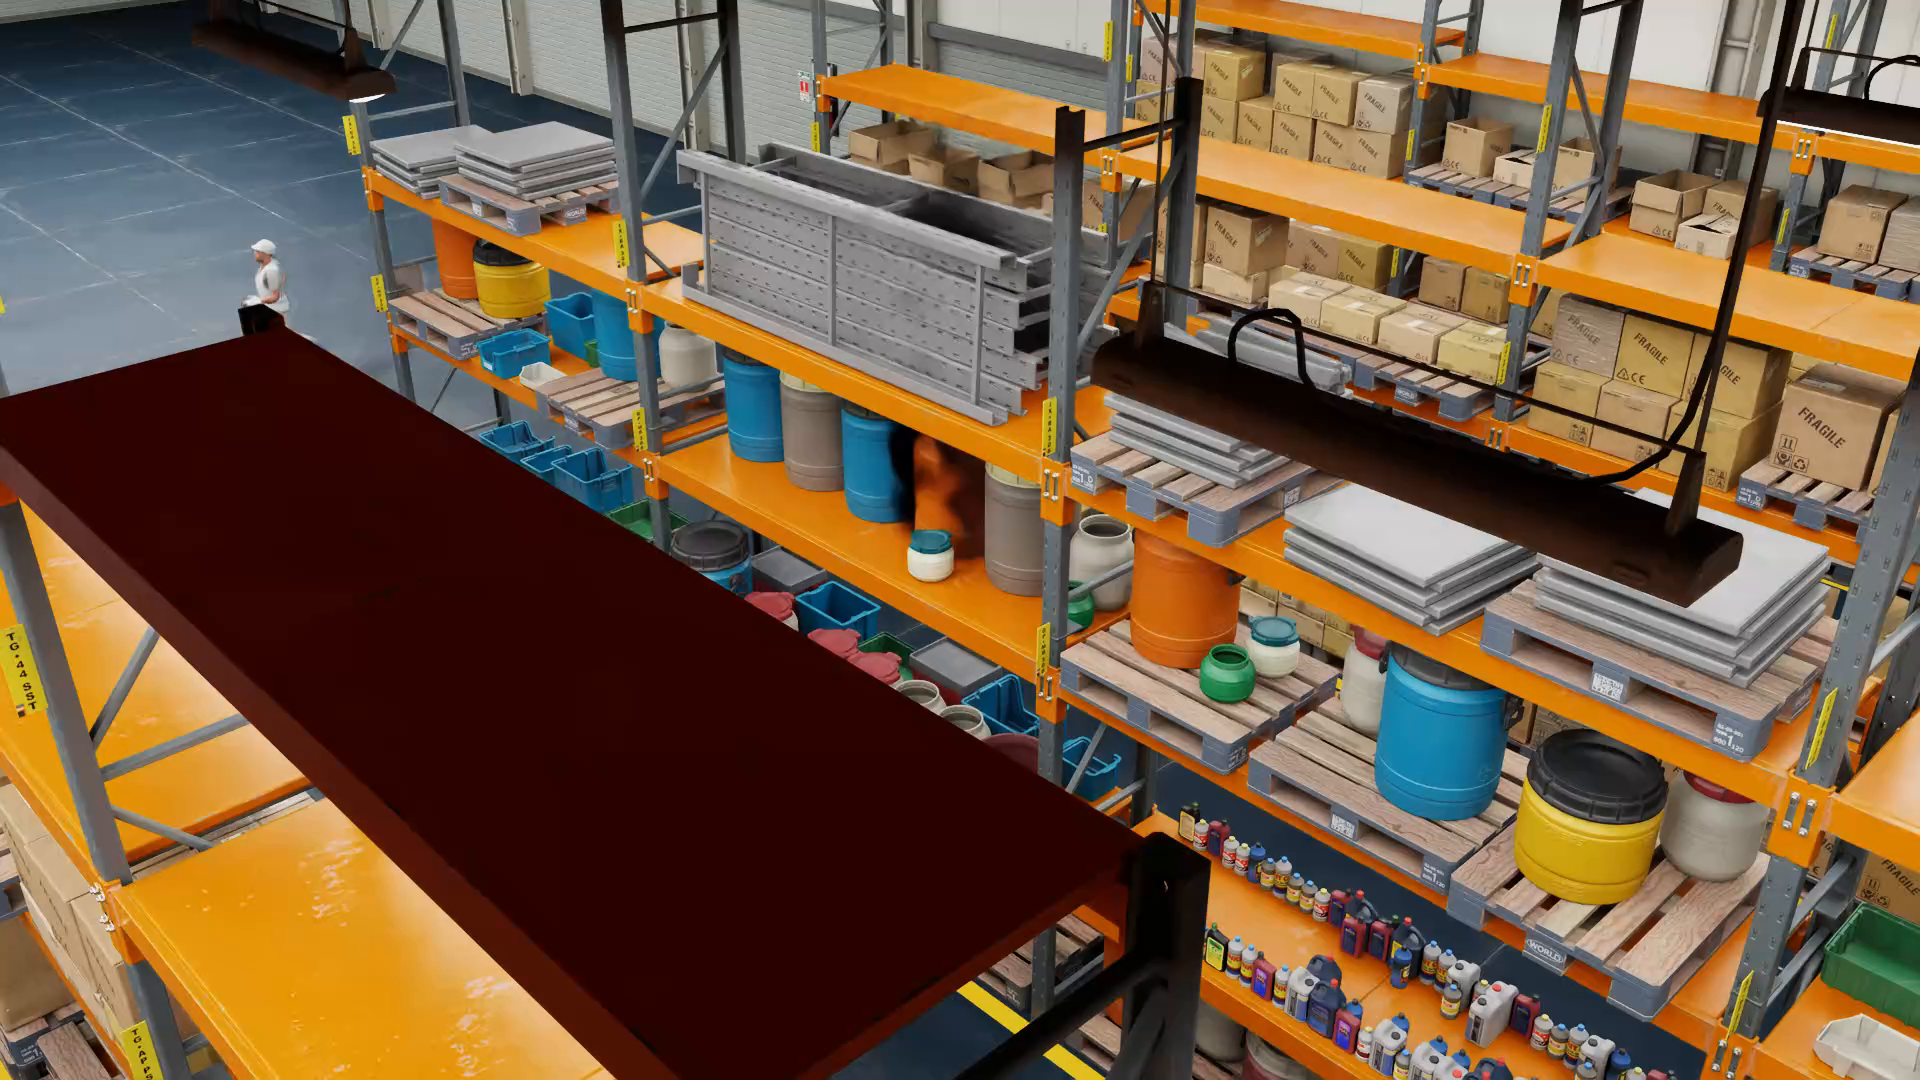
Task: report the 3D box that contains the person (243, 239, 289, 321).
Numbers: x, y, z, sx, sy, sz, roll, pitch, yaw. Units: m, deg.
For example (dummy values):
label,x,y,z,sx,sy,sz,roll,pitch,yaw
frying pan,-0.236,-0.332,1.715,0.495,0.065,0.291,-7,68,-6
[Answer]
label,x,y,z,sx,sy,sz,roll,pitch,yaw
person,-8.394,-2.803,20.236,0.578,1.741,0.653,-14,31,-24
